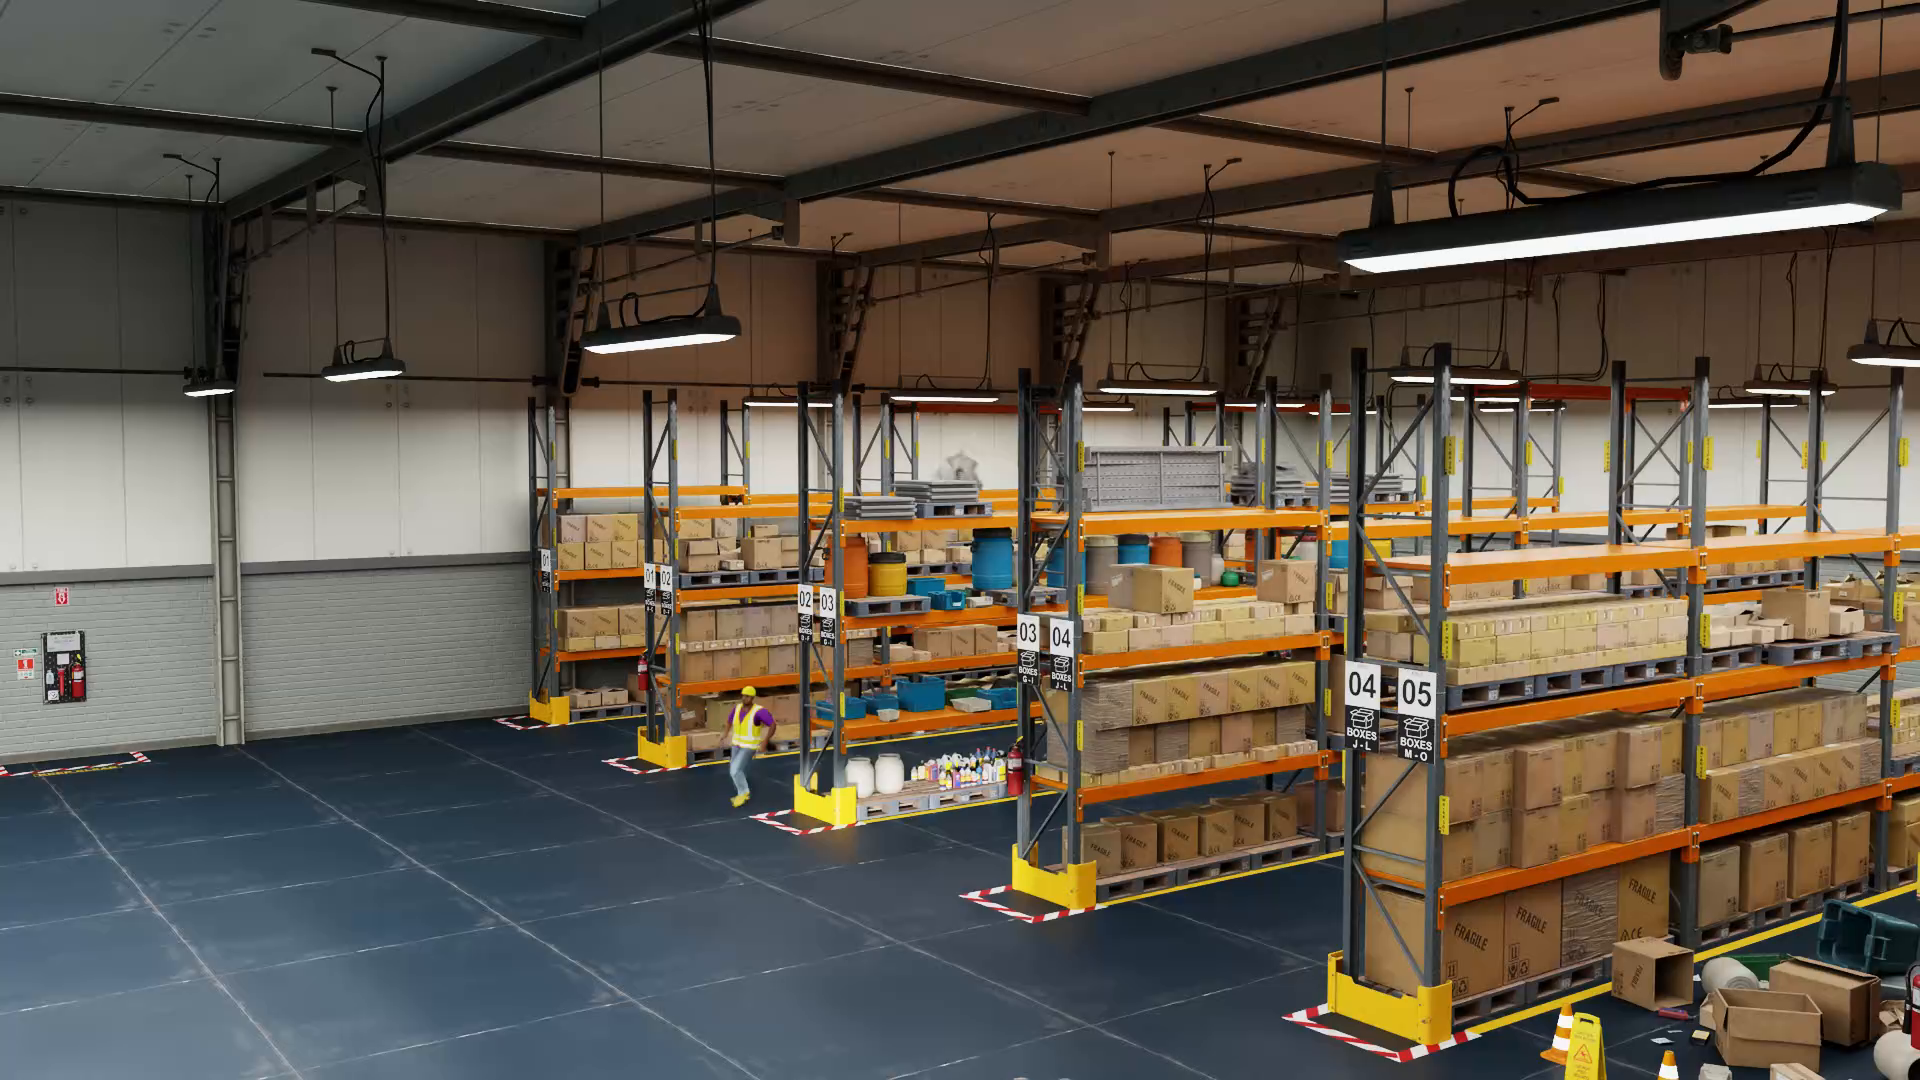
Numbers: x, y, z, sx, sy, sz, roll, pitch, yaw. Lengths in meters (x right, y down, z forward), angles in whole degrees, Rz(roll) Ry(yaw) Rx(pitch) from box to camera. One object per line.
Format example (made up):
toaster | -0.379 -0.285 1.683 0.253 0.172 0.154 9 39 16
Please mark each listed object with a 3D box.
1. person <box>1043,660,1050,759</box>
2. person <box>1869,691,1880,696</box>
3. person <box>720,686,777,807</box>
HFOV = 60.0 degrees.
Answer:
person | 1.639 2.745 27.253 0.626 1.652 0.586 -2 4 -31
person | 12.932 2.942 23.339 0.791 1.682 0.641 -3 4 -39
person | -3.038 2.917 23.485 0.765 1.731 0.623 2 4 35
